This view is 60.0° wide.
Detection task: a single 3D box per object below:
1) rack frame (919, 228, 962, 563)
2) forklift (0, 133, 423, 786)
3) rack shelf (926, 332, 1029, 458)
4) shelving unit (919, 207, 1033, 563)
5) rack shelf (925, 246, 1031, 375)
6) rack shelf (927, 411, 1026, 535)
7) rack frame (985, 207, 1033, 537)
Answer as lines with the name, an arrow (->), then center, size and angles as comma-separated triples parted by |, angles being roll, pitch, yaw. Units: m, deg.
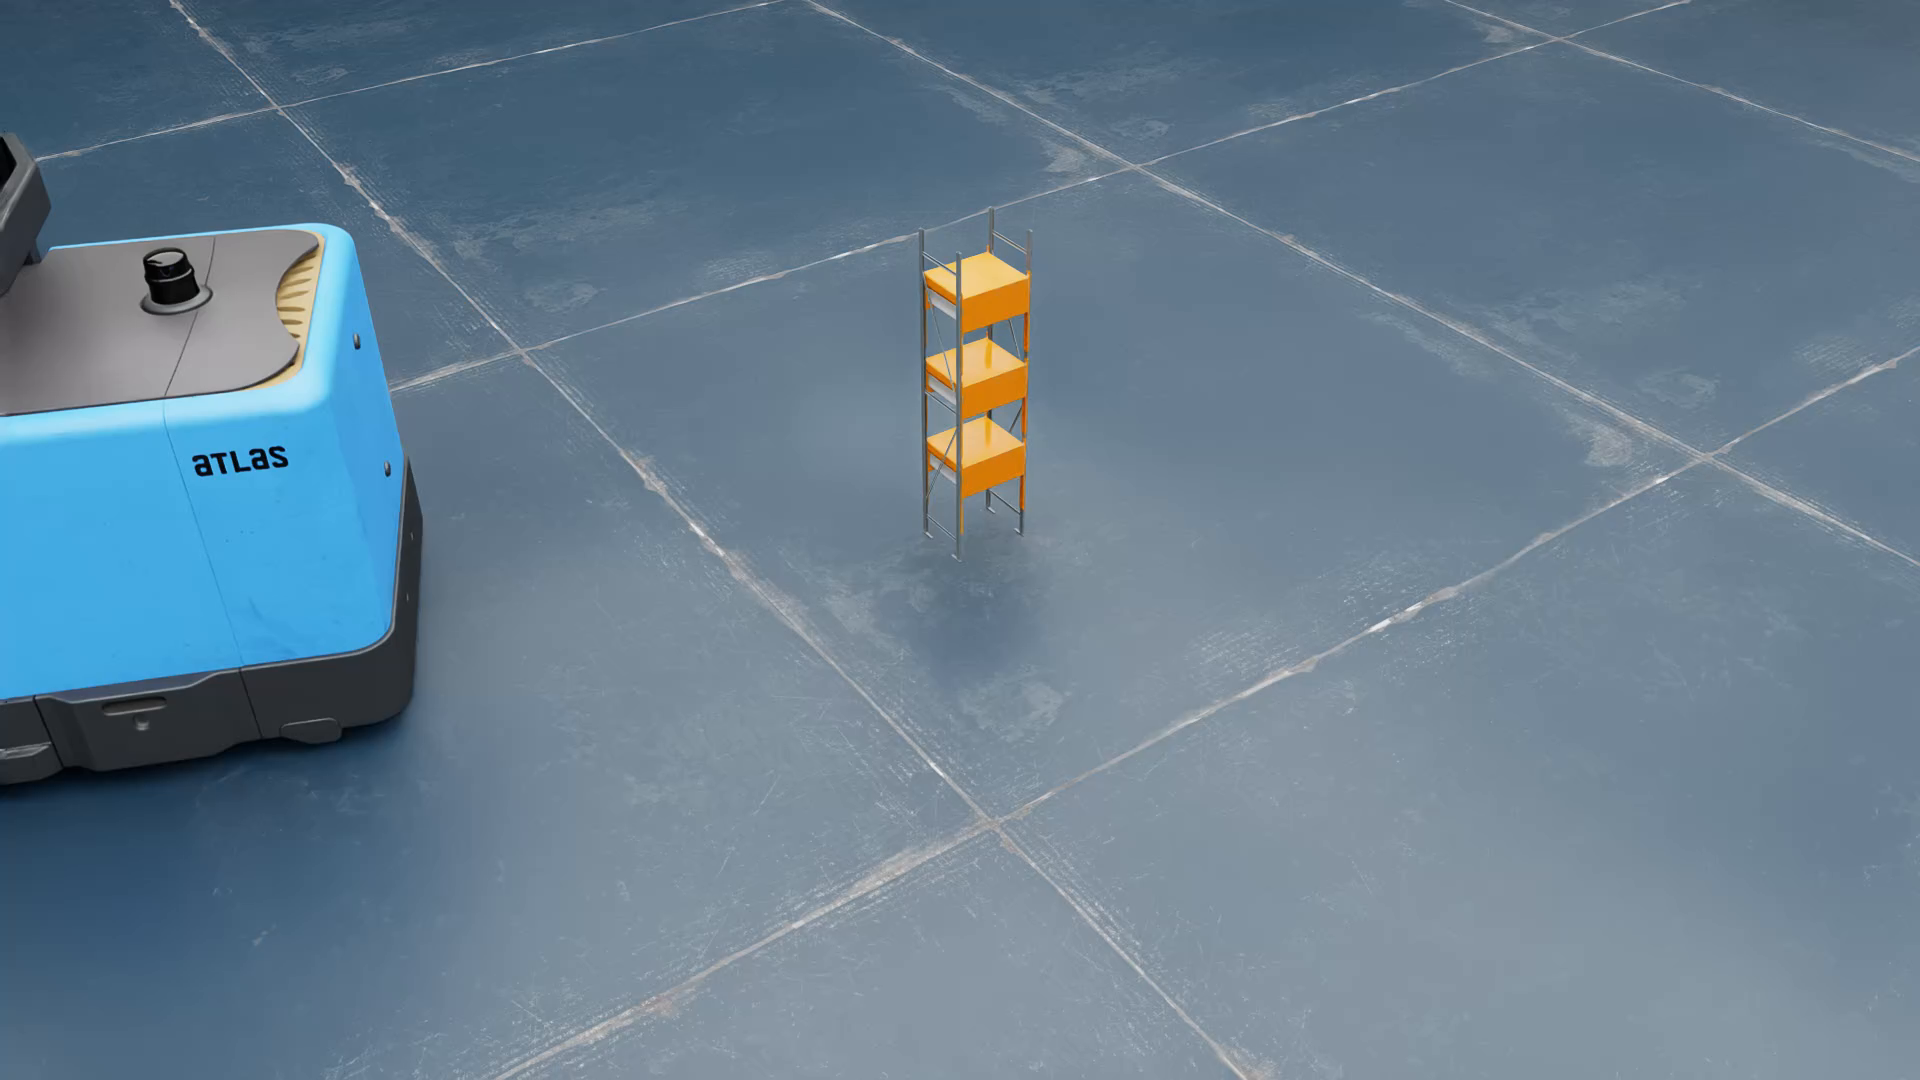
rack frame -> -0.056, -0.403, 4.911 | 0.008, 1.050, 0.200 | -22, 41, -28
forklift -> -3.067, -0.756, 3.791 | 3.031, 2.935, 1.130 | -8, 36, -10
rack shelf -> 0.044, -0.436, 4.975 | 0.240, 0.259, 0.215 | -22, 41, -28
shelving unit -> 0.044, -0.444, 4.968 | 0.252, 1.050, 0.215 | -22, 41, -28
rack shelf -> 0.044, -0.666, 4.809 | 0.240, 0.259, 0.215 | -22, 41, -28
rack shelf -> 0.044, -0.210, 5.137 | 0.240, 0.259, 0.215 | -22, 41, -28
rack frame -> 0.143, -0.485, 5.026 | 0.008, 1.050, 0.200 | -22, 41, -28
